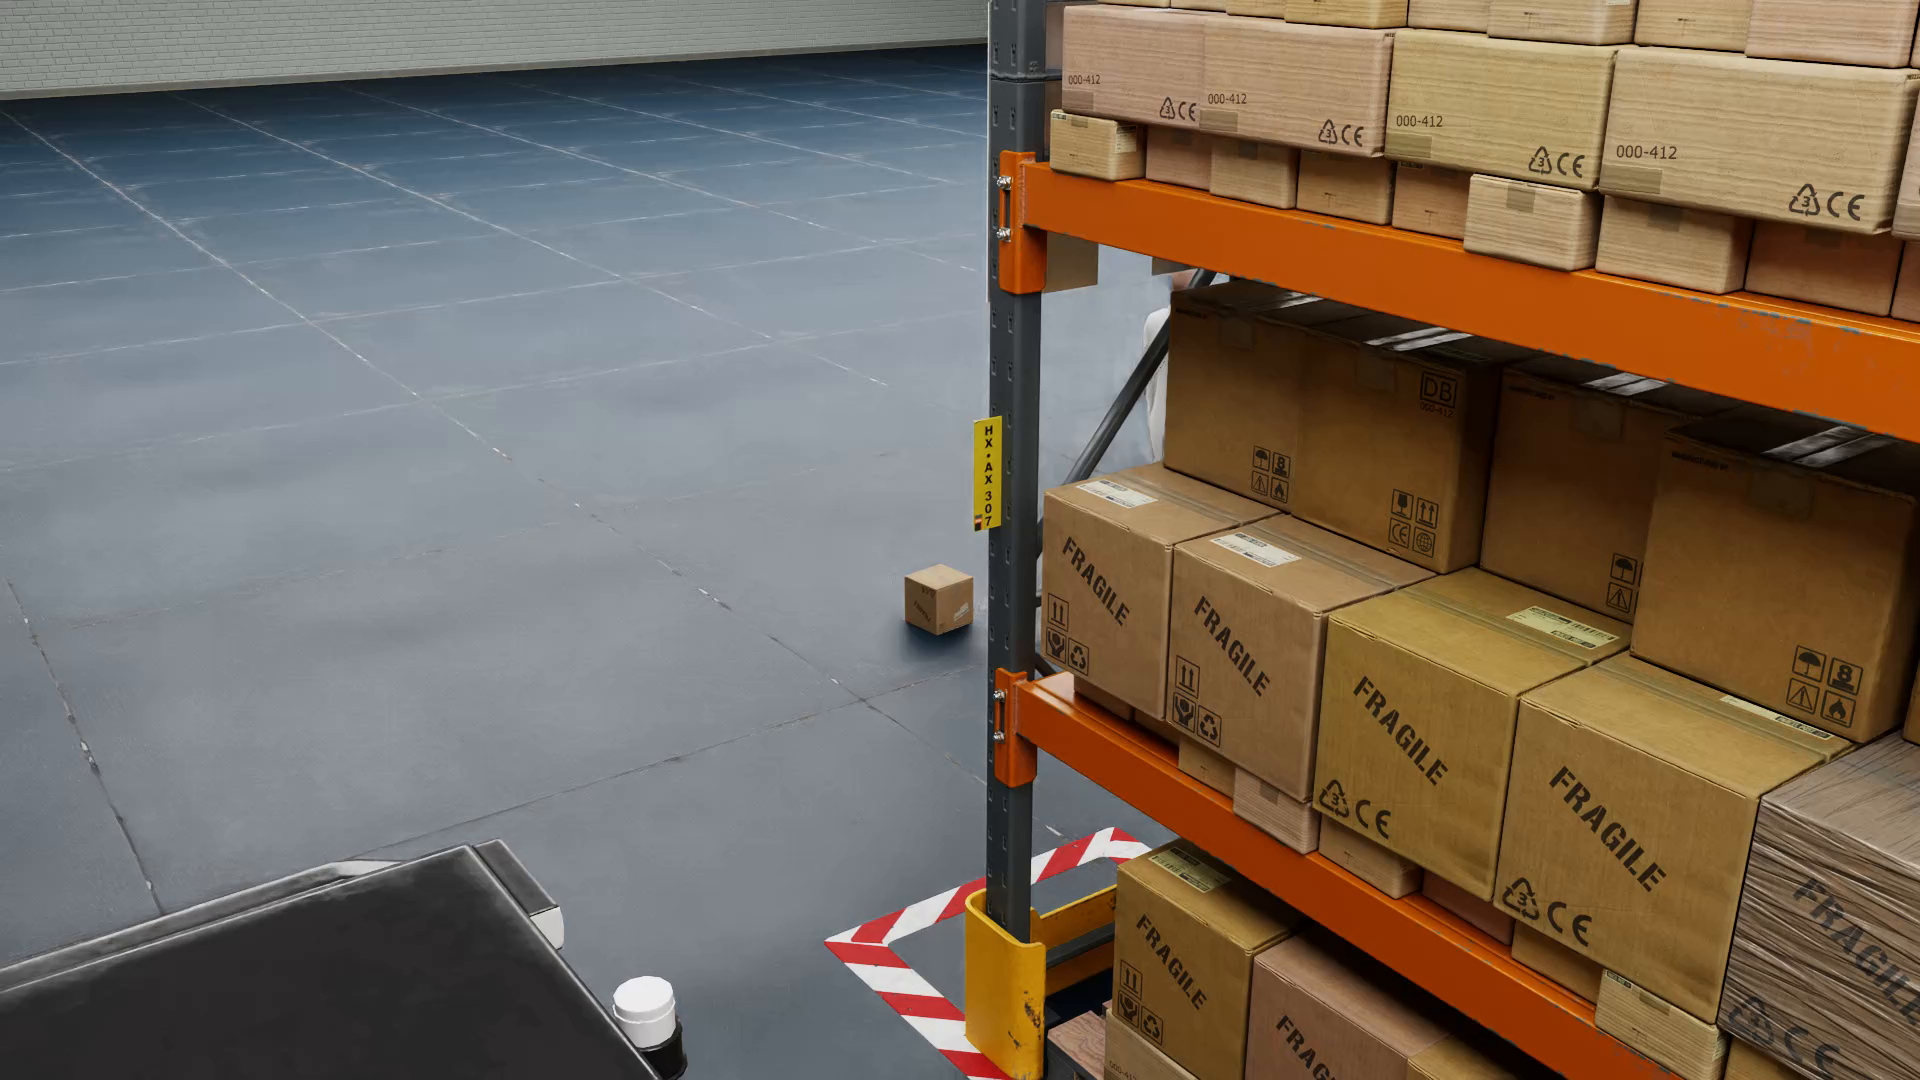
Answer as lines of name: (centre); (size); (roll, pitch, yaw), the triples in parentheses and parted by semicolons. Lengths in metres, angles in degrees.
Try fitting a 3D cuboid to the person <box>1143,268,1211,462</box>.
person: (1.124, -0.539, 8.429); (0.660, 1.766, 0.599); (-13, 24, -30)
